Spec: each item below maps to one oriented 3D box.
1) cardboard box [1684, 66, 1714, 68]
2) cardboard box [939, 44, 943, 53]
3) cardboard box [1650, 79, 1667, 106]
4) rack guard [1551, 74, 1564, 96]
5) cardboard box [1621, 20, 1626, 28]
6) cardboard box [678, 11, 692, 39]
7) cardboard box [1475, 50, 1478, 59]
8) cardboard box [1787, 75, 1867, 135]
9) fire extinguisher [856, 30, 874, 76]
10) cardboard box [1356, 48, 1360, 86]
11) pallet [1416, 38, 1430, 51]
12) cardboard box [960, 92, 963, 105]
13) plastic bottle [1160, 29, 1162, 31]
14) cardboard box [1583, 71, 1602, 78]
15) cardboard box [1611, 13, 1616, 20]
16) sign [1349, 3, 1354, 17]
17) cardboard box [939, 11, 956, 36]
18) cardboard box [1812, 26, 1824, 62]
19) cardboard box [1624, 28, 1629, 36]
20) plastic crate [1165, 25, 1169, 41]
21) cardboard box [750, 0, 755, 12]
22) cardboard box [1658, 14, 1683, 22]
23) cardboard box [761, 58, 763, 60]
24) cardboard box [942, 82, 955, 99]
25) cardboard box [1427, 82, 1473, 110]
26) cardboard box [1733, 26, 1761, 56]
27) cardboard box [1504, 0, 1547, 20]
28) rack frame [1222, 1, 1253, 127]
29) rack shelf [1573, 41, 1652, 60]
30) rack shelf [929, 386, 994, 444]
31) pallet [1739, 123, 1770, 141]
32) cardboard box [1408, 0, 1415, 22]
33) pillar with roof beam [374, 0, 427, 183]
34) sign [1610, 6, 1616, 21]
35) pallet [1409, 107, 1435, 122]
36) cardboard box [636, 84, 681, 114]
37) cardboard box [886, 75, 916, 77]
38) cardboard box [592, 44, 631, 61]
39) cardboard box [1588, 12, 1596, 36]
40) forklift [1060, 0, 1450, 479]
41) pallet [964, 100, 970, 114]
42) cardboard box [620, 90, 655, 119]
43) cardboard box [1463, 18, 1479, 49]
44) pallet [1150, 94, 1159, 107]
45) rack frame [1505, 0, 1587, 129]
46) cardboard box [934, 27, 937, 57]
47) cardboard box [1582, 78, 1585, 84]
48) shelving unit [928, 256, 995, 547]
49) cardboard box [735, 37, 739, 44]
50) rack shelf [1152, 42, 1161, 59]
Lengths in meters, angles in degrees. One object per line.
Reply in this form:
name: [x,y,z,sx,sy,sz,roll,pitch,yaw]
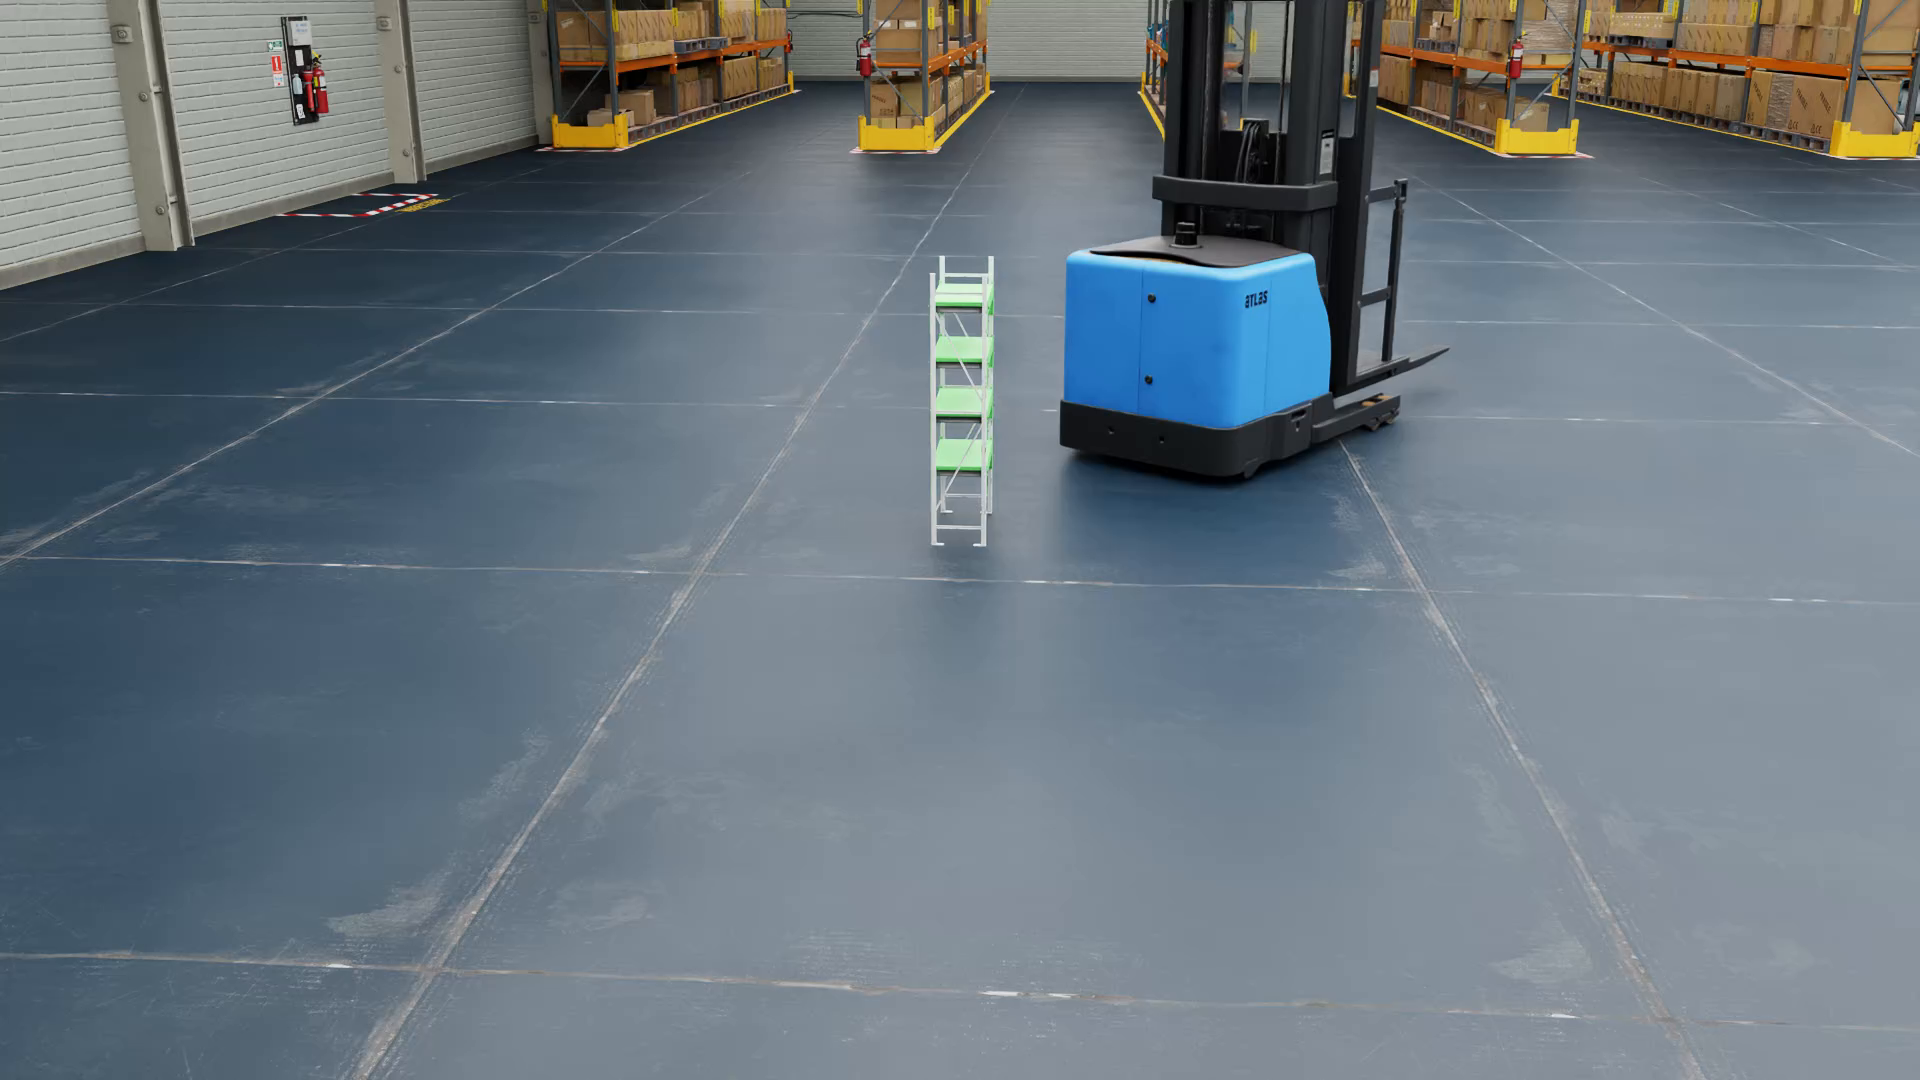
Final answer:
cardboard box: [14.686,-9.318,33.179,0.500,0.250,0.500,0,18,1]
cardboard box: [-0.445,-9.015,30.520,0.380,0.149,0.250,1,18,4]
cardboard box: [14.182,-8.963,33.300,0.500,0.500,0.500,1,18,4]
rack guard: [14.963,-11.014,40.234,1.175,0.500,0.348,1,18,4]
cardboard box: [14.142,-10.851,34.974,0.380,0.149,0.250,1,18,2]
cardboard box: [-5.520,-9.765,31.541,0.700,0.500,0.500,4,19,11]
cardboard box: [8.788,-8.073,27.646,0.380,0.149,0.250,1,18,4]
cardboard box: [13.865,-6.932,26.499,0.875,0.875,0.875,1,18,3]
fire extinguisher: [-1.471,-7.558,25.795,0.296,0.674,0.183,1,18,4]
cardboard box: [10.063,-11.357,40.004,0.875,0.875,0.875,1,18,4]
pallet: [9.510,-9.568,32.115,1.213,0.211,1.003,1,18,4]
cardboard box: [-0.220,-8.830,33.294,0.500,0.250,0.500,2,18,5]
plastic bottle: [4.450,-11.098,36.555,0.144,0.351,0.185,1,18,4]
cardboard box: [14.468,-10.634,38.008,0.380,0.149,0.250,1,18,2]
cardboard box: [14.195,-11.234,35.665,0.380,0.149,0.250,2,18,7]
sign: [9.476,-12.831,40.247,0.100,0.325,0.005,1,18,4]
cardboard box: [-0.493,-10.551,33.970,0.700,0.500,0.500,-5,19,-15]
cardboard box: [13.986,-7.787,26.128,0.875,0.550,0.550,1,18,4]
cardboard box: [14.122,-10.631,34.778,0.380,0.149,0.250,0,18,1]
plastic crate: [4.094,-9.529,31.585,0.402,0.464,0.583,1,18,4]
cardboard box: [-4.858,-11.861,36.930,0.500,0.250,0.500,2,18,5]
cardboard box: [13.973,-10.267,32.711,0.380,0.149,0.250,1,18,2]
cardboard box: [-4.988,-11.608,40.330,0.380,0.149,0.250,1,18,4]
cardboard box: [-0.357,-8.462,31.270,0.500,0.311,0.500,1,18,2]
cardboard box: [9.400,-8.523,31.926,0.700,0.500,0.500,0,18,-1]
cardboard box: [13.879,-8.714,29.040,0.500,0.500,0.500,1,18,4]
cardboard box: [8.675,-8.239,25.506,0.500,0.500,0.500,1,18,4]
rack frame: [3.942,-7.509,25.523,1.000,3.000,0.127,1,18,4]
rack shelf: [14.825,-11.263,38.133,1.077,0.370,4.000,1,18,4]
rack shelf: [0.012,-0.561,7.413,0.258,0.148,0.480,1,18,4]
pallet: [13.976,-6.939,28.262,1.003,0.211,1.213,1,18,4]
cardboard box: [9.573,-10.837,33.906,0.797,0.503,0.637,2,18,5]
pillar with roof beam: [-2.889,-8.858,20.006,9.100,9.000,0.400,1,18,4]
sign: [14.140,-11.405,36.021,0.100,0.325,0.005,1,18,4]
pallet: [9.398,-8.316,32.462,1.003,0.211,1.213,1,18,4]
cardboard box: [-5.617,-8.223,31.009,0.700,0.500,0.500,2,18,6]
cardboard box: [-1.058,-7.976,29.483,0.500,0.500,0.500,1,18,4]
cardboard box: [-5.588,-7.813,26.659,0.500,0.250,0.500,1,18,2]
cardboard box: [14.510,-11.645,37.505,0.500,0.500,0.500,1,18,4]
forklift: [1.844,-2.089,9.090,1.130,2.935,3.031,14,23,37]
pallet: [-0.334,-9.011,34.586,1.003,0.211,1.213,1,18,4]
cardboard box: [-5.688,-7.671,29.323,0.500,0.500,0.500,0,18,0]
cardboard box: [9.004,-8.537,28.021,0.875,0.500,0.500,1,18,4]
pallet: [4.705,-9.672,36.603,1.003,0.211,1.213,1,18,4]
rack frame: [8.882,-7.399,25.185,1.000,3.000,0.127,1,18,4]
cardboard box: [-0.769,-8.609,28.718,0.700,0.500,0.500,1,18,3]
cardboard box: [14.641,-10.646,38.523,0.380,0.149,0.250,2,18,7]
shelving unit: [0.012,-0.622,7.393,0.258,1.200,0.503,1,18,4]
cardboard box: [-4.987,-10.760,35.816,0.380,0.149,0.250,2,18,6]
rack shelf: [4.658,-10.273,35.113,1.077,0.370,4.000,1,18,4]
